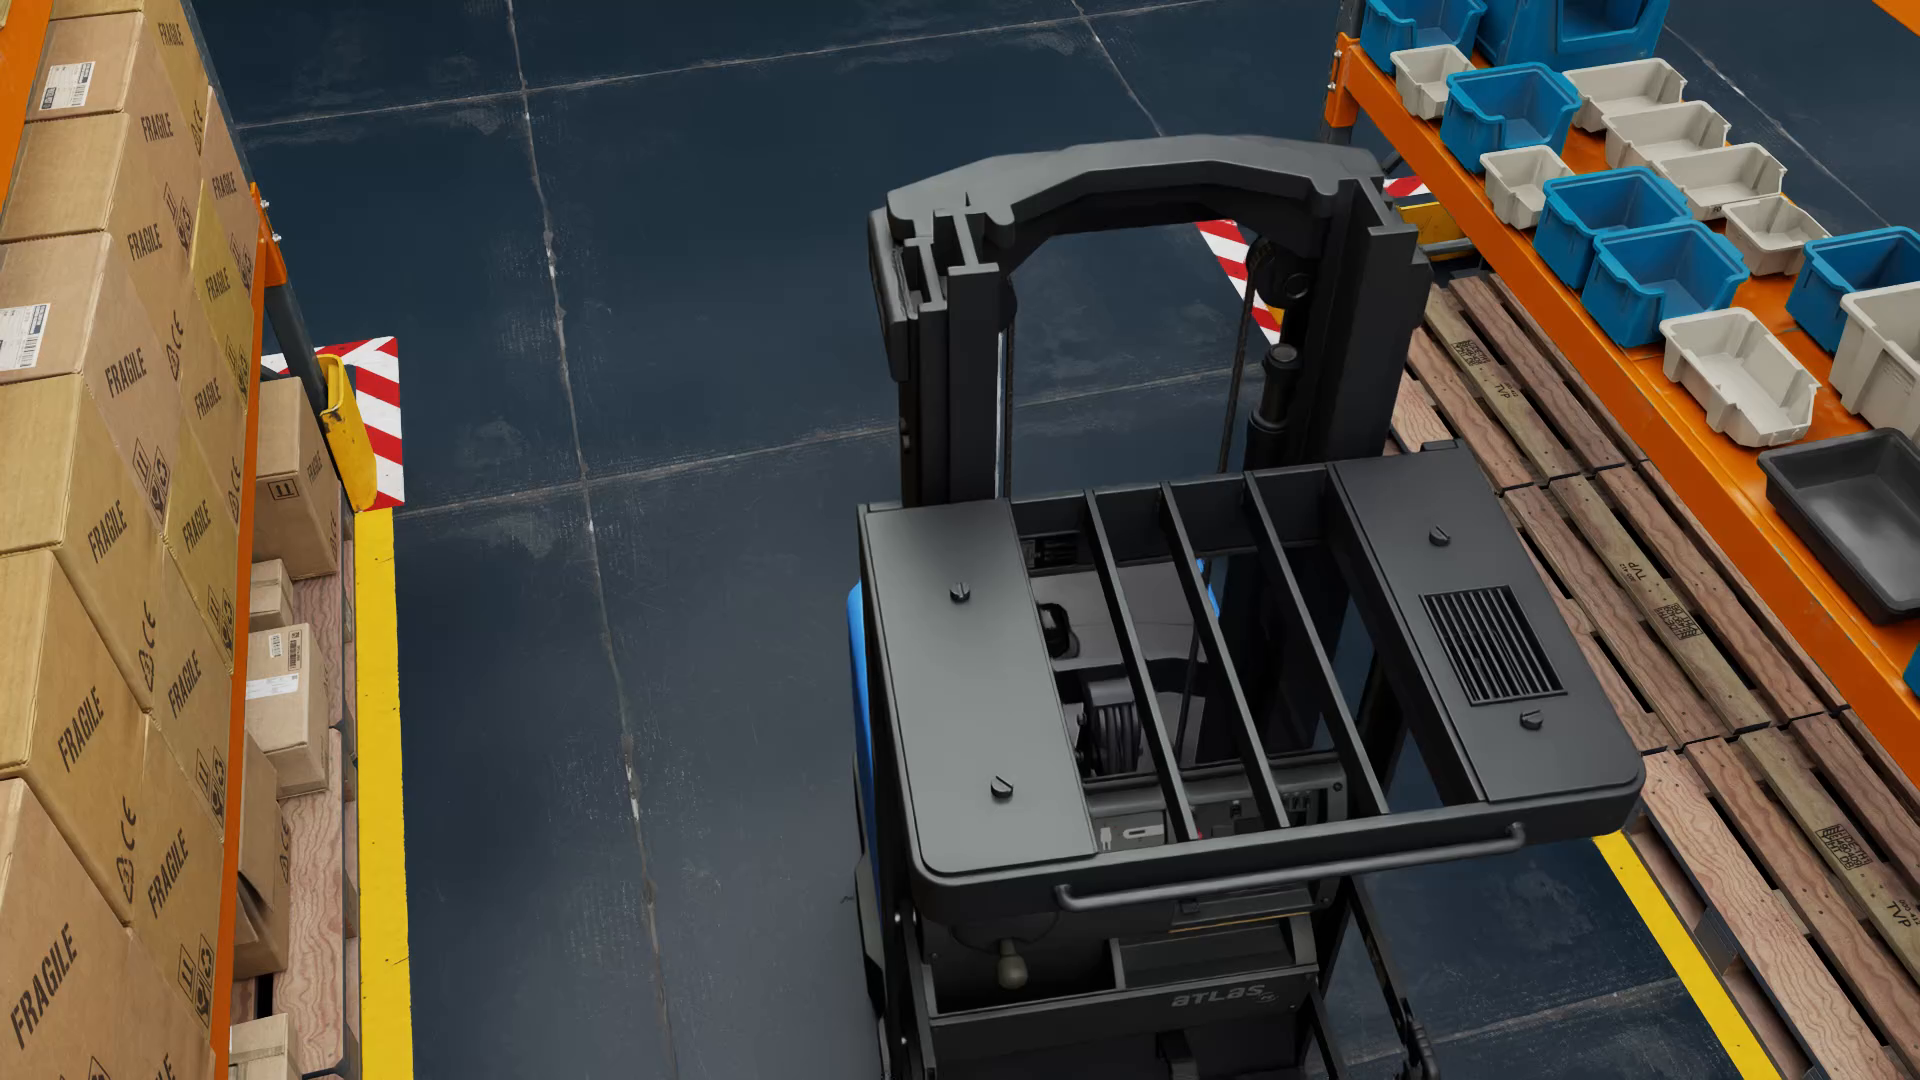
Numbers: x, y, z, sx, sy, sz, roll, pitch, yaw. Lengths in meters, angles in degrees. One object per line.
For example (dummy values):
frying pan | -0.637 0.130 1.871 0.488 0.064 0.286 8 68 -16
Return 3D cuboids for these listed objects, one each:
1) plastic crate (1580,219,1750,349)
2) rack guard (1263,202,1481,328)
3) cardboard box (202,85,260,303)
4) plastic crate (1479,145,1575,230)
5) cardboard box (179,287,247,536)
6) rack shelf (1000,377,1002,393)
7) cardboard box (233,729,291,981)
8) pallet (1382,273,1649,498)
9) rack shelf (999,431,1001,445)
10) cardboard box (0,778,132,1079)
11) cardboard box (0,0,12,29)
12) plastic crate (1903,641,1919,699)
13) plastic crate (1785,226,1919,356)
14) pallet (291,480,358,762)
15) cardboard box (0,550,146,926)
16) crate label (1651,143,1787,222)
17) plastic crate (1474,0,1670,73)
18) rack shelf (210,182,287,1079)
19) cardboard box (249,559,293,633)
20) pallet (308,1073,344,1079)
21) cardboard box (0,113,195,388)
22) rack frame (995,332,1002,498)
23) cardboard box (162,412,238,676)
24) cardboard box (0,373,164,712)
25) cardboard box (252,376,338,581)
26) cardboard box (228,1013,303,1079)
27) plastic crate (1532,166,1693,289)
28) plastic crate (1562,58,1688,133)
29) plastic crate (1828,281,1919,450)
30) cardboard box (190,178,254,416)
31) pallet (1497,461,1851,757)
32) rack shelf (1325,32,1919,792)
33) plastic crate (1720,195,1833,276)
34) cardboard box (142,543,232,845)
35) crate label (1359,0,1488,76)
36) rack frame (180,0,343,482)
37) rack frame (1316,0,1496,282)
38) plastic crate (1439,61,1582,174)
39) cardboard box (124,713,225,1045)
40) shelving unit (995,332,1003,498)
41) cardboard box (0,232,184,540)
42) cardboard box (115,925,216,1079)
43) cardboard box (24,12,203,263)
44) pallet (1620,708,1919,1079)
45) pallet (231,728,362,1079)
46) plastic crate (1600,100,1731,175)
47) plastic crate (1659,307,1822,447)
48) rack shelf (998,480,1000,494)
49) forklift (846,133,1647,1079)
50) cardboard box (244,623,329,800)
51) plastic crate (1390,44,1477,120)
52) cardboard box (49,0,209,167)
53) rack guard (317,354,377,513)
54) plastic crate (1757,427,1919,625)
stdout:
plastic crate | 2.087 -0.754 4.963 0.416 0.233 0.300 -11 47 -10
rack guard | 1.910 -1.277 7.152 1.175 0.500 0.348 -11 47 -10
cardboard box | -2.483 -1.010 5.070 0.500 0.500 0.500 -9 46 -9
plastic crate | 1.849 -1.131 5.401 0.250 0.136 0.298 -11 47 -10
cardboard box | -2.224 -0.307 4.381 0.500 0.500 0.500 -10 46 -10
rack shelf | -0.042 -0.658 5.808 0.258 0.148 0.480 -11 47 -10
cardboard box | -2.323 0.950 4.658 0.797 0.503 0.637 -11 47 -10
pallet | 2.102 -0.586 6.676 1.003 0.211 1.213 -11 47 -10
rack shelf | -0.042 -0.490 5.979 0.258 0.148 0.480 -11 47 -10
cardboard box | -1.685 0.765 2.630 0.500 0.500 0.500 -10 46 -9
cardboard box | -2.216 -1.236 3.366 0.500 0.250 0.500 -11 47 -10
plastic crate | 2.503 0.348 3.778 0.392 0.384 0.575 -11 47 -10
plastic crate | 2.702 -0.729 4.940 0.416 0.233 0.300 -11 47 -10
pallet | -2.636 0.344 5.765 1.003 0.211 1.213 -11 47 -10
cardboard box | -1.818 0.409 2.979 0.500 0.500 0.500 -12 47 -12
crate label | 2.467 -1.146 5.416 0.396 0.136 0.243 -11 47 -10
plastic crate | 2.195 -1.974 6.018 0.616 0.435 0.499 -11 47 -10
rack shelf | -2.349 0.398 4.264 1.077 0.370 4.000 -11 47 -10
cardboard box | -2.467 0.229 5.601 0.380 0.166 0.250 -11 47 -10
pallet | -2.012 2.028 4.114 1.003 0.211 1.213 -11 47 -10
cardboard box | -2.214 -0.657 4.024 0.500 0.500 0.500 -10 46 -9
rack frame | 0.020 -0.366 5.768 0.240 1.200 0.015 -11 47 -10
cardboard box | -2.095 0.040 4.040 0.500 0.500 0.500 -11 47 -11
cardboard box | -1.949 0.054 3.327 0.500 0.500 0.500 -12 47 -11
cardboard box | -2.483 -0.184 5.772 0.500 0.500 0.500 -11 47 -10
cardboard box | -1.966 1.440 4.415 0.380 0.166 0.250 -11 47 -10
plastic crate | 2.011 -0.961 5.166 0.416 0.233 0.300 -11 47 -10
plastic crate | 2.312 -1.537 5.798 0.396 0.136 0.243 -11 47 -10
plastic crate | 2.740 -0.444 4.626 0.437 0.282 0.530 -11 47 -10
cardboard box | -2.347 -0.653 4.720 0.500 0.500 0.500 -10 46 -10
pallet | 2.411 0.255 5.852 1.003 0.211 1.213 -11 47 -10
rack shelf | 2.441 -0.505 5.149 1.077 0.370 4.000 -11 47 -10
plastic crate | 2.561 -0.945 5.219 0.298 0.136 0.250 -11 47 -10
cardboard box | -1.964 0.391 3.696 0.500 0.500 0.500 -11 47 -11
crate label | 1.673 -1.870 6.057 0.416 0.233 0.303 -11 47 -10
rack frame | -2.861 -1.235 5.360 1.000 3.000 0.127 -11 47 -10
rack frame | 1.929 -2.138 6.245 1.000 3.000 0.127 -11 47 -10
plastic crate | 1.842 -1.415 5.612 0.416 0.233 0.300 -11 47 -10
cardboard box | -1.838 0.737 3.357 0.500 0.500 0.500 -10 46 -10
shelving unit | -0.042 -0.534 5.933 0.258 1.200 0.503 -11 47 -10
cardboard box | -2.082 -0.303 3.676 0.500 0.500 0.500 -9 46 -9
cardboard box | -1.704 1.090 3.012 0.500 0.500 0.500 -10 46 -9
cardboard box | -2.351 -1.014 4.374 0.500 0.500 0.500 -10 46 -9
pallet | 2.727 1.099 5.025 1.003 0.211 1.213 -11 47 -10
pallet | -2.327 1.185 4.941 1.003 0.211 1.213 -11 47 -10
plastic crate | 2.373 -1.334 5.600 0.396 0.136 0.243 -11 47 -10
plastic crate | 2.216 -0.452 4.736 0.293 0.136 0.466 -11 47 -10
rack shelf | -0.042 -0.322 6.151 0.258 0.148 0.480 -11 47 -10
forklift | 0.406 0.813 3.401 1.130 2.935 3.031 -6 46 -6
cardboard box | -2.269 0.565 5.213 0.500 0.250 0.500 -11 47 -10
plastic crate | 1.676 -1.599 5.860 0.250 0.136 0.298 -11 47 -10
cardboard box | -2.481 -1.363 4.715 0.500 0.500 0.500 -11 47 -11
rack guard | -2.841 -0.308 6.201 1.175 0.500 0.348 -11 47 -10
plastic crate | 2.406 -0.025 4.325 0.437 0.125 0.590 -11 47 -10
